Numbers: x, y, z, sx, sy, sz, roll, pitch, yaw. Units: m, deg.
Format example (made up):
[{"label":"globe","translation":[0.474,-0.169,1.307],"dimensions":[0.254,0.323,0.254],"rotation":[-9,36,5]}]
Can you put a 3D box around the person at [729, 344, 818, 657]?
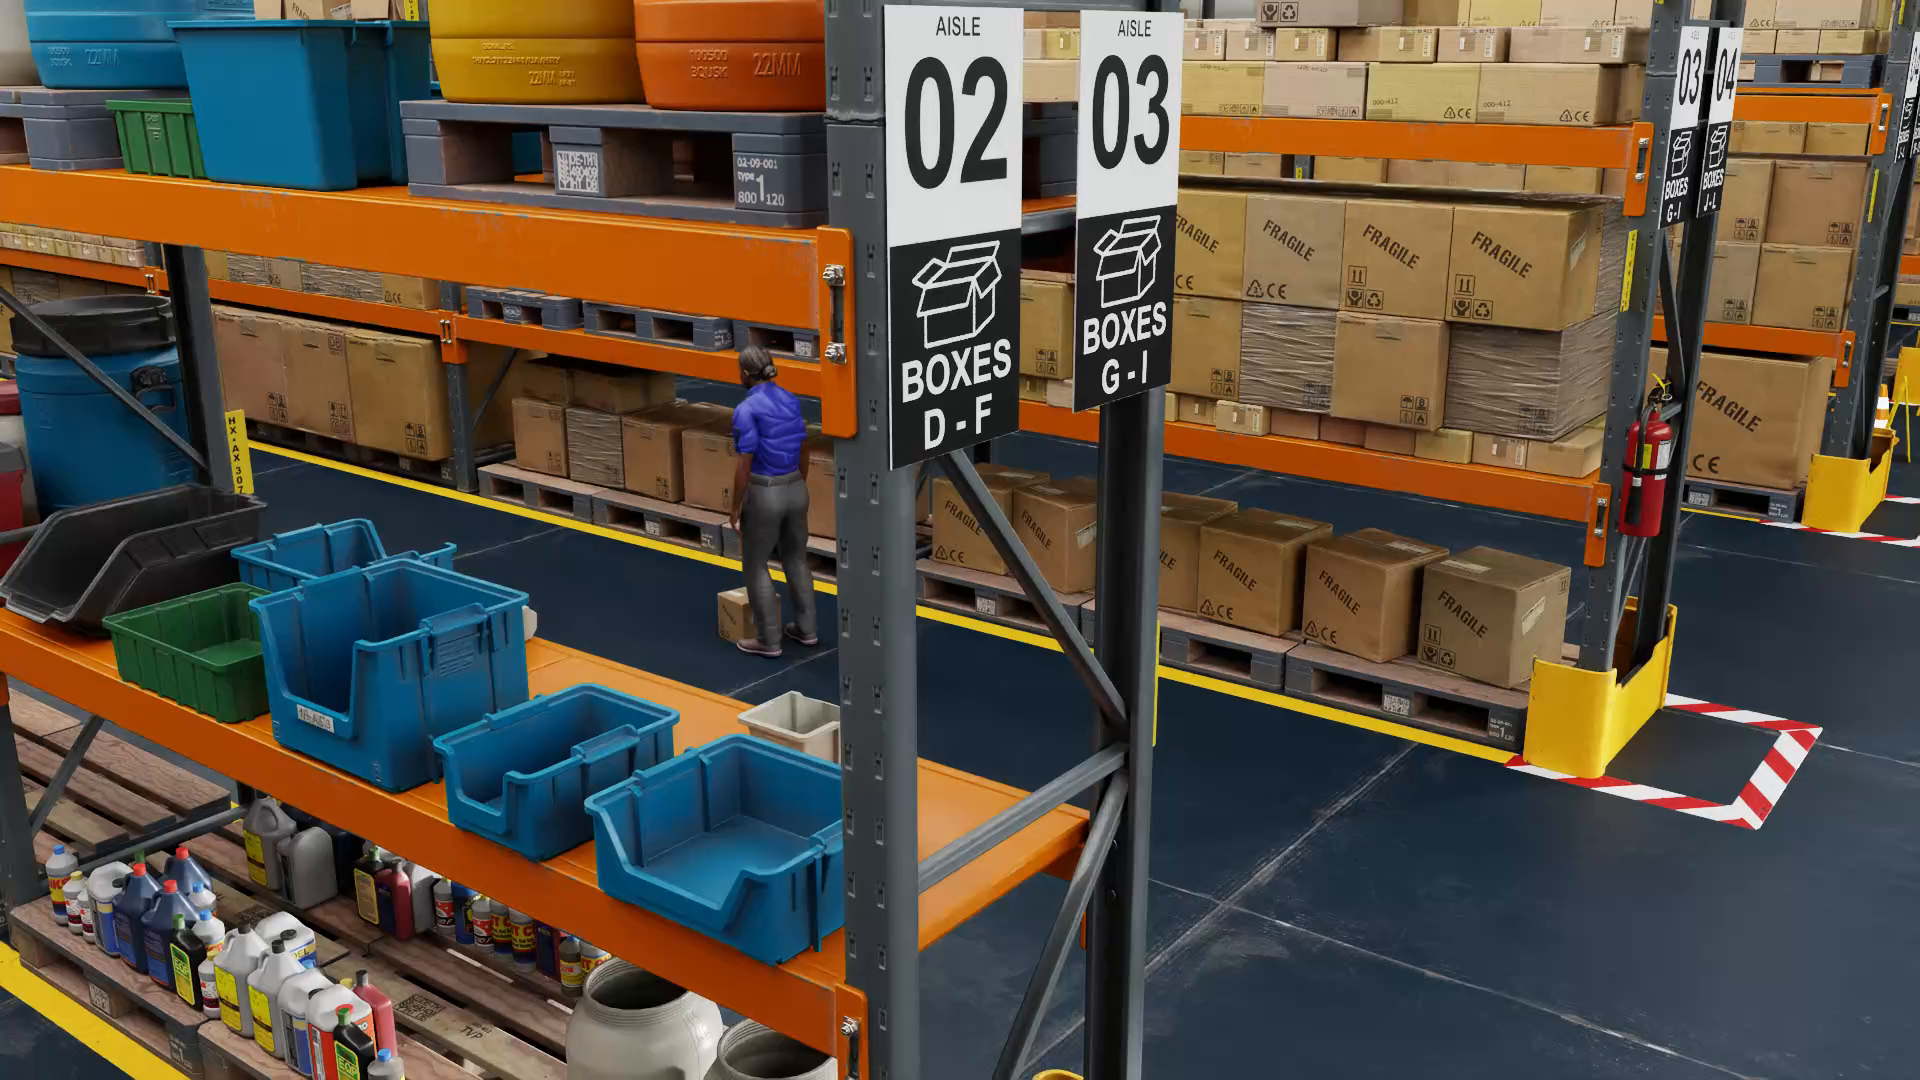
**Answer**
[{"label":"person","translation":[-0.986,-0.210,8.747],"dimensions":[0.346,1.655,0.532],"rotation":[15,22,41]}]
